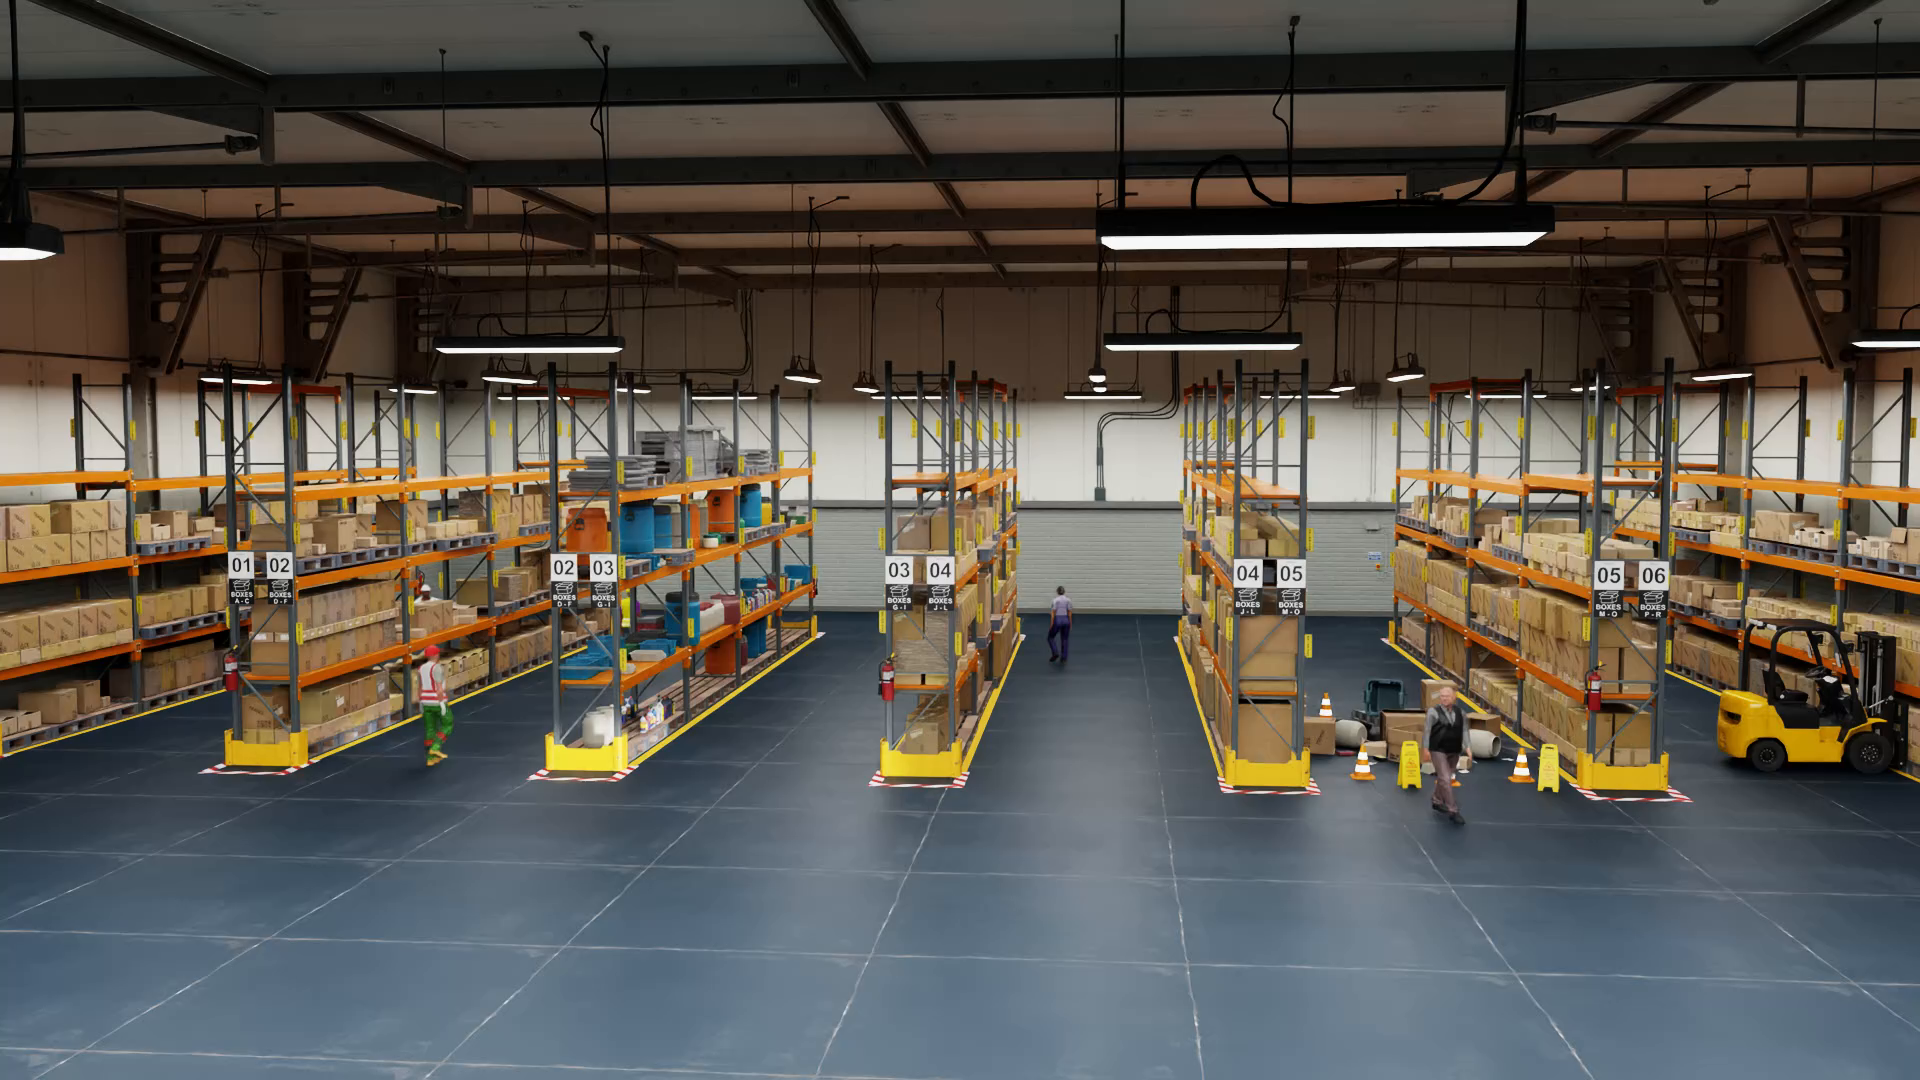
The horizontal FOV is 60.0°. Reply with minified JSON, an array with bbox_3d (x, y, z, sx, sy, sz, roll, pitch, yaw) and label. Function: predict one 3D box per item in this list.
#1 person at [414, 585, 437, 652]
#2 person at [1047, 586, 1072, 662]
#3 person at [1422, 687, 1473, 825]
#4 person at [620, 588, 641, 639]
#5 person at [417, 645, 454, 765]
[{"bbox_3d":[-11.390,1.804,35.344,0.552,1.704,1.077,1,4,8],"label":"person"},{"bbox_3d":[2.169,1.816,35.942,0.532,1.648,0.438,-1,4,-21],"label":"person"},{"bbox_3d":[6.284,2.729,21.363,0.567,1.682,0.919,-1,4,-15],"label":"person"},{"bbox_3d":[-6.896,1.837,34.767,0.609,1.769,0.489,3,5,34],"label":"person"},{"bbox_3d":[-7.922,2.468,24.940,0.578,1.781,0.516,1,4,16],"label":"person"}]
